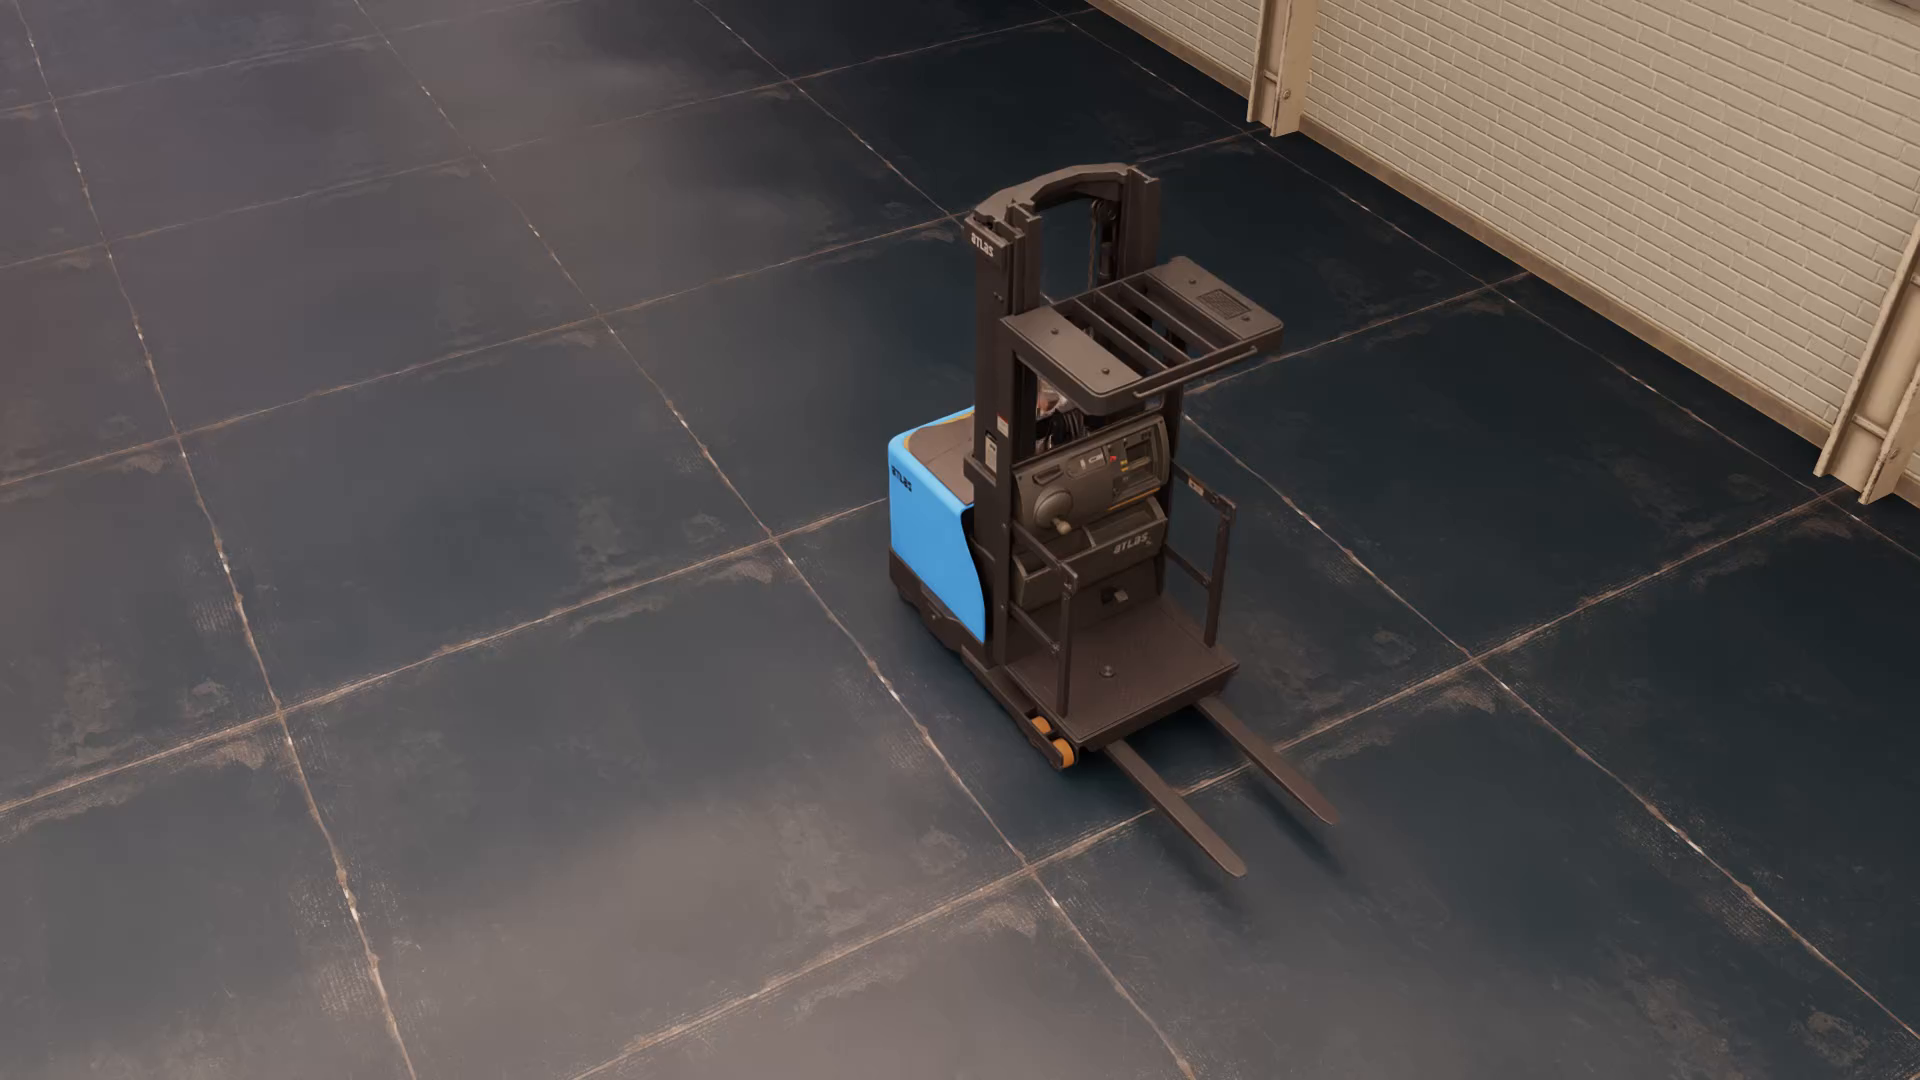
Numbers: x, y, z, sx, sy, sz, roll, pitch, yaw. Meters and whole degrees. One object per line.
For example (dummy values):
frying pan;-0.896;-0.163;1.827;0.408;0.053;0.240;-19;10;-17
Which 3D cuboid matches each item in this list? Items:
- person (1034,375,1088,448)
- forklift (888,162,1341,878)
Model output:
person;0.450;-0.248;9.356;0.720;1.520;0.658;4;40;5
forklift;0.801;-0.254;8.342;1.130;2.935;3.031;-22;45;-25
